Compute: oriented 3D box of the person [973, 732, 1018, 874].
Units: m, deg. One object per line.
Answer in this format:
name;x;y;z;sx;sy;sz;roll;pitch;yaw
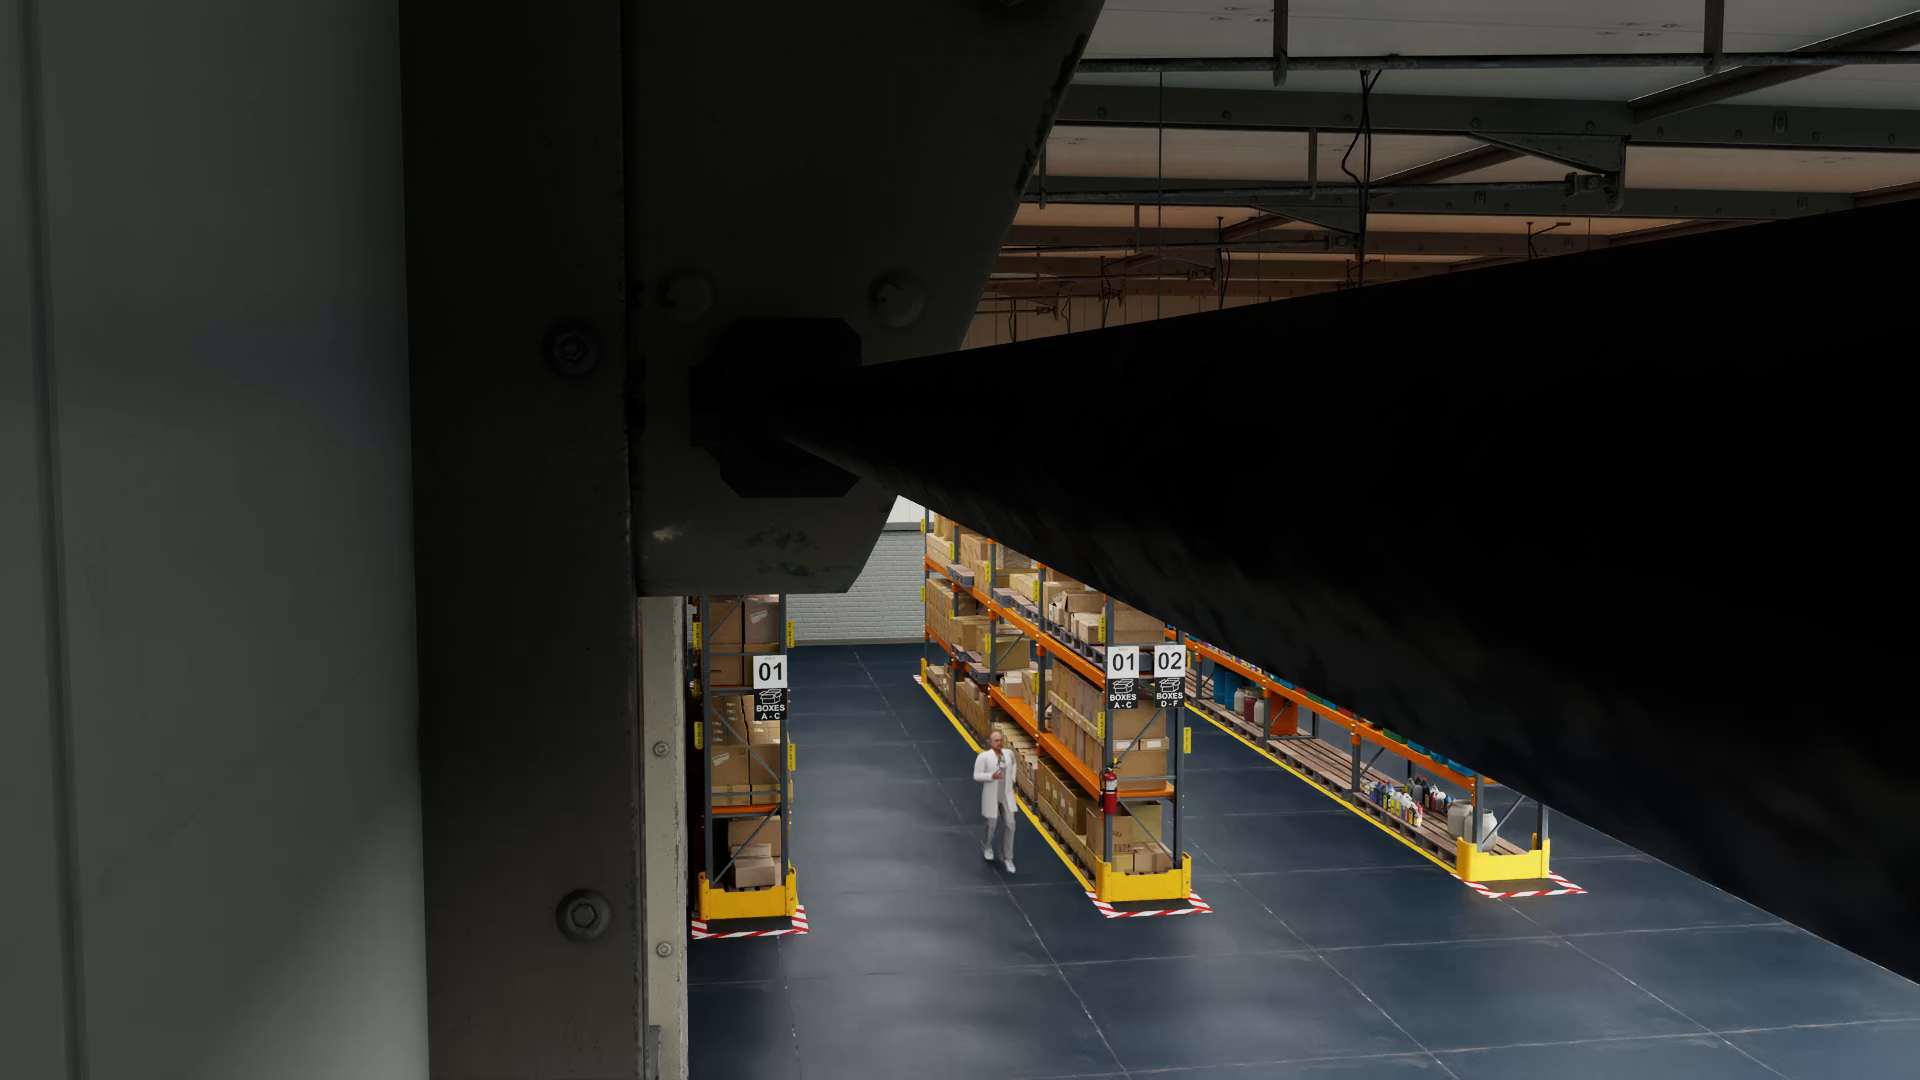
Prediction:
person;0.497;3.475;22.249;0.692;1.833;0.851;-2;5;-17
